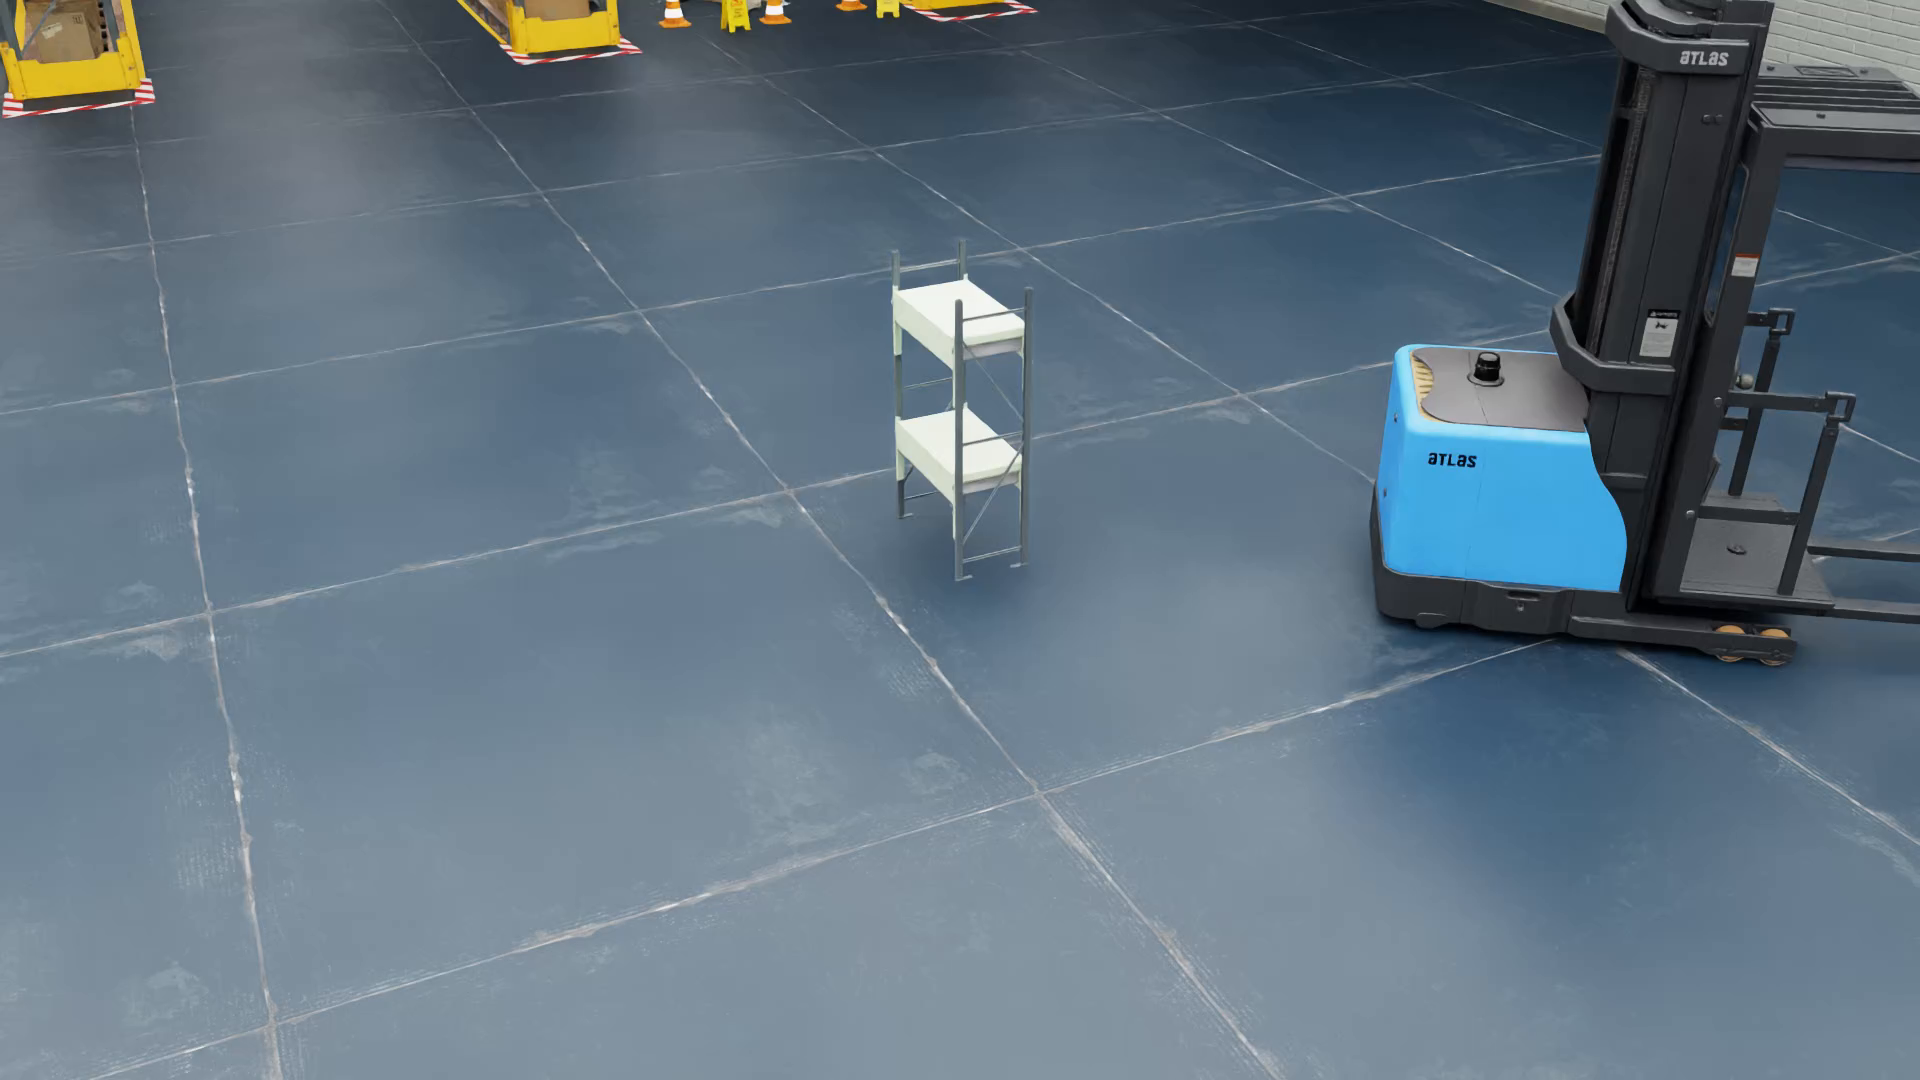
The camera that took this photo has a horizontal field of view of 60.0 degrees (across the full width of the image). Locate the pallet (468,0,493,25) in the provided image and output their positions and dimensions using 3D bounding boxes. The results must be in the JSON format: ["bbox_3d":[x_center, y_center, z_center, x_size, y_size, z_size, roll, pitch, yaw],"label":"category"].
[{"bbox_3d":[-5.345,-6.504,20.134,1.003,0.211,1.213,-13,32,-22],"label":"pallet"}]

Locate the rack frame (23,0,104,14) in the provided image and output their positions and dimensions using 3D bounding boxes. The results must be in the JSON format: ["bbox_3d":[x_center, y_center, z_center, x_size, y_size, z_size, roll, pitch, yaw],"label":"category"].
[{"bbox_3d":[-10.651,-7.616,19.265,1.000,3.000,0.127,-13,32,-22],"label":"rack frame"}]

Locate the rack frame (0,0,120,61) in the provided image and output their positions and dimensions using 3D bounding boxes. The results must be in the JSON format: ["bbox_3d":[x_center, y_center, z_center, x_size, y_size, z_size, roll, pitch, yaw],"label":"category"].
[{"bbox_3d":[-8.934,-5.849,16.114,1.000,3.000,0.127,-13,32,-22],"label":"rack frame"}]

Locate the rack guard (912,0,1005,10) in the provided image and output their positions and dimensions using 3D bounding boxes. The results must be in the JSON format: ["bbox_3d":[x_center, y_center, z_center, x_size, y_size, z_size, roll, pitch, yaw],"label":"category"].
[{"bbox_3d":[-0.016,-6.873,20.496,1.175,0.500,0.348,-13,32,-22],"label":"rack guard"}]

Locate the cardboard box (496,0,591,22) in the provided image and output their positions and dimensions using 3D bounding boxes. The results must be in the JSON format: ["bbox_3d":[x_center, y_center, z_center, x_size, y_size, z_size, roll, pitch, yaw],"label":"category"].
[{"bbox_3d":[-4.762,-6.388,18.818,0.875,0.875,0.875,-13,32,-22],"label":"cardboard box"}]

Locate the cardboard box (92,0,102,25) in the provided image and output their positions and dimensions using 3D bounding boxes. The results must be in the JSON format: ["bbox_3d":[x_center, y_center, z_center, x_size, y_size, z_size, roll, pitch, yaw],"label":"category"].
[{"bbox_3d":[-9.925,-6.014,18.535,0.500,0.500,0.500,-16,33,-26],"label":"cardboard box"}]

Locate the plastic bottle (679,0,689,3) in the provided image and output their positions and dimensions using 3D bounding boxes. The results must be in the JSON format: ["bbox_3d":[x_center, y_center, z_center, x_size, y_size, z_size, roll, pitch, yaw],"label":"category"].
[{"bbox_3d":[-3.517,-6.765,20.752,0.283,0.061,0.133,26,38,38],"label":"plastic bottle"}]

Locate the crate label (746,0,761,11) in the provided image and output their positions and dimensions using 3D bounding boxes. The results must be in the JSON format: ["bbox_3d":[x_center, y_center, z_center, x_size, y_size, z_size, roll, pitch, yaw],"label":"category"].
[{"bbox_3d":[-2.583,-6.551,20.293,0.298,0.136,0.250,19,34,30],"label":"crate label"}]

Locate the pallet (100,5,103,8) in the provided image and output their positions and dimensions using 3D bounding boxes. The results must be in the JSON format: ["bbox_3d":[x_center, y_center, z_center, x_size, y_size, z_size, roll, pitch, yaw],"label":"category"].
[{"bbox_3d":[-10.987,-6.743,20.559,1.003,0.211,1.213,-13,32,-22],"label":"pallet"}]

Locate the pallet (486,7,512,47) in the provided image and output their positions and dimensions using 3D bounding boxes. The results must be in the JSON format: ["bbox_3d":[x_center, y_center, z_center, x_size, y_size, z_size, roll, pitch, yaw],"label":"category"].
[{"bbox_3d":[-4.825,-5.966,19.174,1.003,0.211,1.213,-13,32,-22],"label":"pallet"}]

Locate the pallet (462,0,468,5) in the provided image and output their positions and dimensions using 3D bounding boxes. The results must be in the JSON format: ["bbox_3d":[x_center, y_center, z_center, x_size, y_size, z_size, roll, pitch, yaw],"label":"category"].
[{"bbox_3d":[-5.872,-7.044,21.096,1.003,0.211,1.213,-13,32,-22],"label":"pallet"}]

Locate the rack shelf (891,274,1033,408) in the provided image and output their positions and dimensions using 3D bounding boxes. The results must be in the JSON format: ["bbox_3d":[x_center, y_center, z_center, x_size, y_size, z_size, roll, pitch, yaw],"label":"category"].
[{"bbox_3d":[0.003,-0.992,8.187,0.431,0.370,0.720,-13,32,-22],"label":"rack shelf"}]

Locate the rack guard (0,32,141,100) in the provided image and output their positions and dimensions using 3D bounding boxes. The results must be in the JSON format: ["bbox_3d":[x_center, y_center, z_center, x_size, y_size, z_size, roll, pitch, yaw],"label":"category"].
[{"bbox_3d":[-8.967,-4.792,16.785,1.175,0.500,0.348,-13,32,-22],"label":"rack guard"}]

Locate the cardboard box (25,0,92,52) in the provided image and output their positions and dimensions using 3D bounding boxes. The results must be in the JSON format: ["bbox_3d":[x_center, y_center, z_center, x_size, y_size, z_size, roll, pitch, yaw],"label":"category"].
[{"bbox_3d":[-9.475,-5.478,17.578,0.500,0.500,0.500,-5,30,-9],"label":"cardboard box"}]

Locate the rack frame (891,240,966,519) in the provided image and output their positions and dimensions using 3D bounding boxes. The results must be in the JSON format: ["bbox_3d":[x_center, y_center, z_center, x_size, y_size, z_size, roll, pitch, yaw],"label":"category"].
[{"bbox_3d":[-0.154,-0.813,8.666,0.400,1.500,0.023,-13,32,-22],"label":"rack frame"}]

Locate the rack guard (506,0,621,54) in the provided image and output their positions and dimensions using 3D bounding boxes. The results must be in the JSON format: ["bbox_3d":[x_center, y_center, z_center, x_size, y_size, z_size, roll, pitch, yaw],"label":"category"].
[{"bbox_3d":[-4.401,-5.745,18.484,1.175,0.500,0.348,-13,32,-22],"label":"rack guard"}]

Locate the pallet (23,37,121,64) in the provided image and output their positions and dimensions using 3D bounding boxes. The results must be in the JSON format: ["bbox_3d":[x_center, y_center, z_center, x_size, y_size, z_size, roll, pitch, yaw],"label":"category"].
[{"bbox_3d":[-9.284,-5.032,17.509,1.003,0.211,1.213,-13,32,-22],"label":"pallet"}]

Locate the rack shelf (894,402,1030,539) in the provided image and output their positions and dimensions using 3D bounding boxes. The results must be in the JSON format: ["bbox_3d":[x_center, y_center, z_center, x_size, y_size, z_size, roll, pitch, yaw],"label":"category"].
[{"bbox_3d":[0.003,-0.367,8.537,0.431,0.370,0.720,-13,32,-22],"label":"rack shelf"}]

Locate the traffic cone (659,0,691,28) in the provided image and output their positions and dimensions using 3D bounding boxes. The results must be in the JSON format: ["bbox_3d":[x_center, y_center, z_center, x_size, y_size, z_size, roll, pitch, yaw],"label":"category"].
[{"bbox_3d":[-3.357,-6.272,19.462,0.336,0.463,0.334,-13,32,-22],"label":"traffic cone"}]

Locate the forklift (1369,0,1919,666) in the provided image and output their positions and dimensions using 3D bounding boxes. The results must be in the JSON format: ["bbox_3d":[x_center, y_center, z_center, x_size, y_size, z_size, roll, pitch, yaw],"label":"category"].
[{"bbox_3d":[3.578,-0.978,7.497,3.031,2.935,1.130,5,30,8],"label":"forklift"}]

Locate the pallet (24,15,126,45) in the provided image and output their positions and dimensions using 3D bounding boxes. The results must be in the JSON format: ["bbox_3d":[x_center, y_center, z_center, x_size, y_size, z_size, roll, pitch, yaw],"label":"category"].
[{"bbox_3d":[-9.803,-5.571,18.468,1.003,0.211,1.213,-13,32,-22],"label":"pallet"}]

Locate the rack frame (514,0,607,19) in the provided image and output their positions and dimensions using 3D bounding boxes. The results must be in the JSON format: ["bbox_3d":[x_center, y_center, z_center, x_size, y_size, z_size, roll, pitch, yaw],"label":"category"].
[{"bbox_3d":[-4.411,-6.846,17.891,1.000,3.000,0.127,-13,32,-22],"label":"rack frame"}]

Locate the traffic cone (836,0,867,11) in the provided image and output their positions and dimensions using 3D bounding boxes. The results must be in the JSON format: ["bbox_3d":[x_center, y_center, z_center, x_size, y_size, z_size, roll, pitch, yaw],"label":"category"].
[{"bbox_3d":[-1.333,-6.742,20.300,0.336,0.463,0.334,-13,32,-22],"label":"traffic cone"}]

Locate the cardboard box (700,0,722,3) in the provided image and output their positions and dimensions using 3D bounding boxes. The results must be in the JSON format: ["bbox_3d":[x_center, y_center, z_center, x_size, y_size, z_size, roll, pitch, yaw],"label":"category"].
[{"bbox_3d":[-3.024,-7.085,20.871,0.637,0.503,0.797,13,32,21],"label":"cardboard box"}]

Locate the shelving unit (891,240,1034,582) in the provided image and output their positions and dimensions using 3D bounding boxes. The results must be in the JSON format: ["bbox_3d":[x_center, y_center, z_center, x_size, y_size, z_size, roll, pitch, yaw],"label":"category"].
[{"bbox_3d":[0.003,-0.651,8.378,0.431,1.500,0.755,-13,32,-22],"label":"shelving unit"}]

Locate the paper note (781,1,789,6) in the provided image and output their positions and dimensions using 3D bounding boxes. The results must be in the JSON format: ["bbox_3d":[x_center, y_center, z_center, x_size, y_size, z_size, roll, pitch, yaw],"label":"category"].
[{"bbox_3d":[-2.187,-6.634,20.550,0.142,0.019,0.148,26,38,38],"label":"paper note"}]

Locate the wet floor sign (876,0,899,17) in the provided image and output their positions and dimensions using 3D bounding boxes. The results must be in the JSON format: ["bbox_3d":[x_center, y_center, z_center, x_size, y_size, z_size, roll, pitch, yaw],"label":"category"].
[{"bbox_3d":[-0.869,-6.594,19.850,0.267,0.644,0.232,-3,29,-5],"label":"wet floor sign"}]

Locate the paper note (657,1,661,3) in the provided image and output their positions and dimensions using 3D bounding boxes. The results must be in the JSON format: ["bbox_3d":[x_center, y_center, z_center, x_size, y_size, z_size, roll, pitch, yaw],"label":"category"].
[{"bbox_3d":[-3.738,-6.695,20.679,0.032,0.001,0.123,2,29,4],"label":"paper note"}]

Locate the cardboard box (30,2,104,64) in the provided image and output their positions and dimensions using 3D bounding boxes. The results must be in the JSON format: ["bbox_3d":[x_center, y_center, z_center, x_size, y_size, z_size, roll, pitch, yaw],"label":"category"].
[{"bbox_3d":[-9.187,-5.221,17.120,0.500,0.500,0.500,-7,30,-13],"label":"cardboard box"}]

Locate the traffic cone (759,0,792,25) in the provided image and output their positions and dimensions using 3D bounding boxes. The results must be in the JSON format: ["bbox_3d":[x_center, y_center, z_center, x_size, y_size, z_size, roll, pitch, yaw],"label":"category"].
[{"bbox_3d":[-2.190,-6.359,19.617,0.336,0.463,0.334,-13,32,-22],"label":"traffic cone"}]

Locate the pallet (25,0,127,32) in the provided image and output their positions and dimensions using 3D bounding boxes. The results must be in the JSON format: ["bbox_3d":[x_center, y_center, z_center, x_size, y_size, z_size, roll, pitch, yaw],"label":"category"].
[{"bbox_3d":[-10.331,-6.110,19.431,1.003,0.211,1.213,-13,32,-22],"label":"pallet"}]

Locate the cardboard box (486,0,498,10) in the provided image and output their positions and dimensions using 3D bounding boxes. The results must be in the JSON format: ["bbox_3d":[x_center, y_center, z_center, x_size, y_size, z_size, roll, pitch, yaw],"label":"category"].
[{"bbox_3d":[-5.141,-6.776,19.510,0.875,0.875,0.875,-14,32,-23],"label":"cardboard box"}]

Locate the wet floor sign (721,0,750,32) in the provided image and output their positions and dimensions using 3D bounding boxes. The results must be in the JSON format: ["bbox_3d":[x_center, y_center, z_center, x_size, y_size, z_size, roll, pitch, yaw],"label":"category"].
[{"bbox_3d":[-2.610,-6.222,19.186,0.267,0.644,0.232,-19,35,-30],"label":"wet floor sign"}]

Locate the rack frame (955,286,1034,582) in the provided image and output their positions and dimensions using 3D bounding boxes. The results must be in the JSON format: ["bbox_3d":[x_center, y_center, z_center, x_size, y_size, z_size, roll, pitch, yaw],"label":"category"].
[{"bbox_3d":[0.160,-0.490,8.090,0.400,1.500,0.023,-13,32,-22],"label":"rack frame"}]
